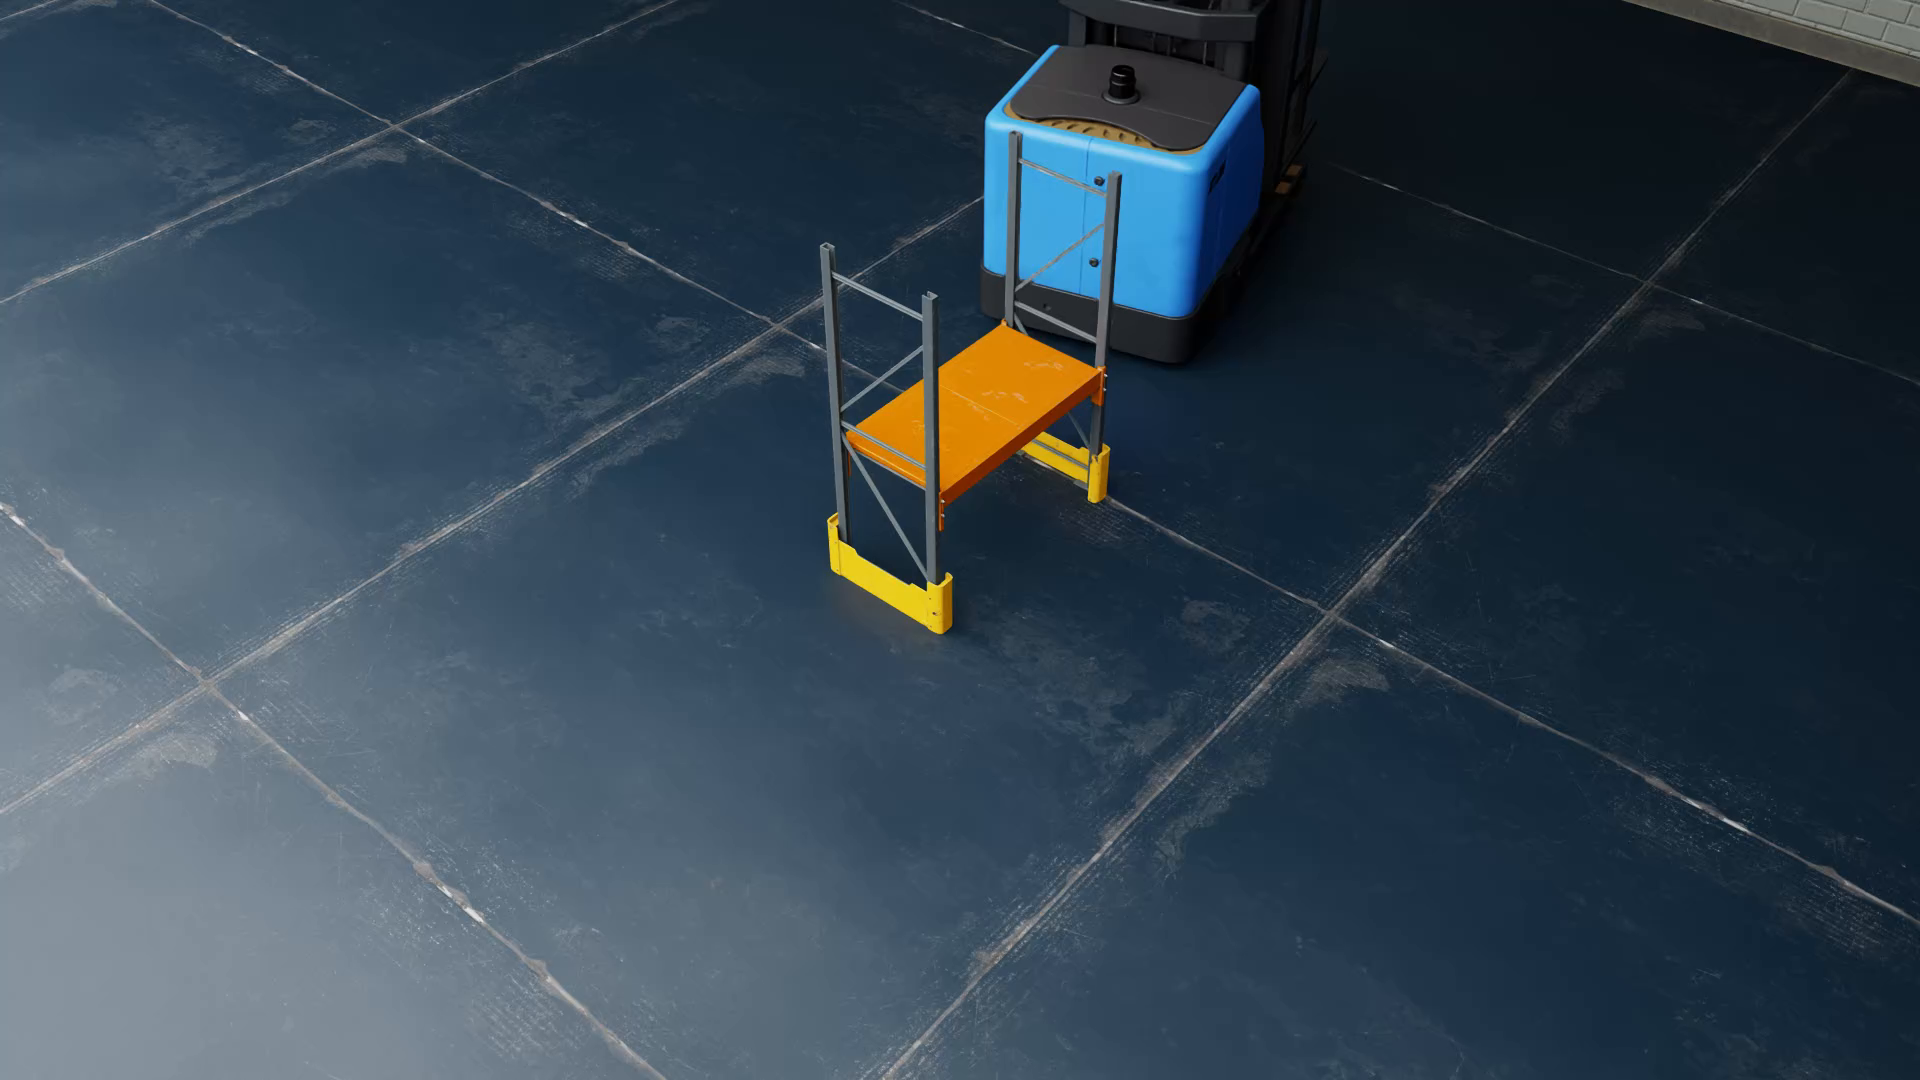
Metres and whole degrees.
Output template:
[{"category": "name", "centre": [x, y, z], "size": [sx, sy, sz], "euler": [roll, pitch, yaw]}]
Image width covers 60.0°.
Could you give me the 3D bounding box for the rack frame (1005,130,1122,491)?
[{"category": "rack frame", "centre": [0.382, -0.861, 6.582], "size": [0.500, 1.500, 0.032], "euler": [29, 50, 28]}]

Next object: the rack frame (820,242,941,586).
[{"category": "rack frame", "centre": [-0.272, -0.337, 6.006], "size": [0.500, 1.500, 0.032], "euler": [29, 50, 28]}]

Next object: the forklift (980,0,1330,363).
[{"category": "forklift", "centre": [1.168, -2.880, 7.739], "size": [1.130, 2.935, 3.031], "euler": [17, 45, 18]}]

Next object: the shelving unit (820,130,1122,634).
[{"category": "shelving unit", "centre": [0.049, -0.594, 6.289], "size": [0.587, 1.500, 1.083], "euler": [29, 50, 28]}]

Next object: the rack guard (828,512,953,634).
[{"category": "rack guard", "centre": [-0.271, 0.125, 6.427], "size": [0.587, 0.250, 0.087], "euler": [29, 50, 28]}]

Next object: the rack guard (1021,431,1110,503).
[{"category": "rack guard", "centre": [0.370, -0.388, 6.991], "size": [0.587, 0.250, 0.087], "euler": [29, 50, 28]}]

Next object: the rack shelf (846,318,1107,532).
[{"category": "rack shelf", "centre": [0.055, -0.466, 6.415], "size": [0.538, 0.185, 1.000], "euler": [29, 50, 28]}]
